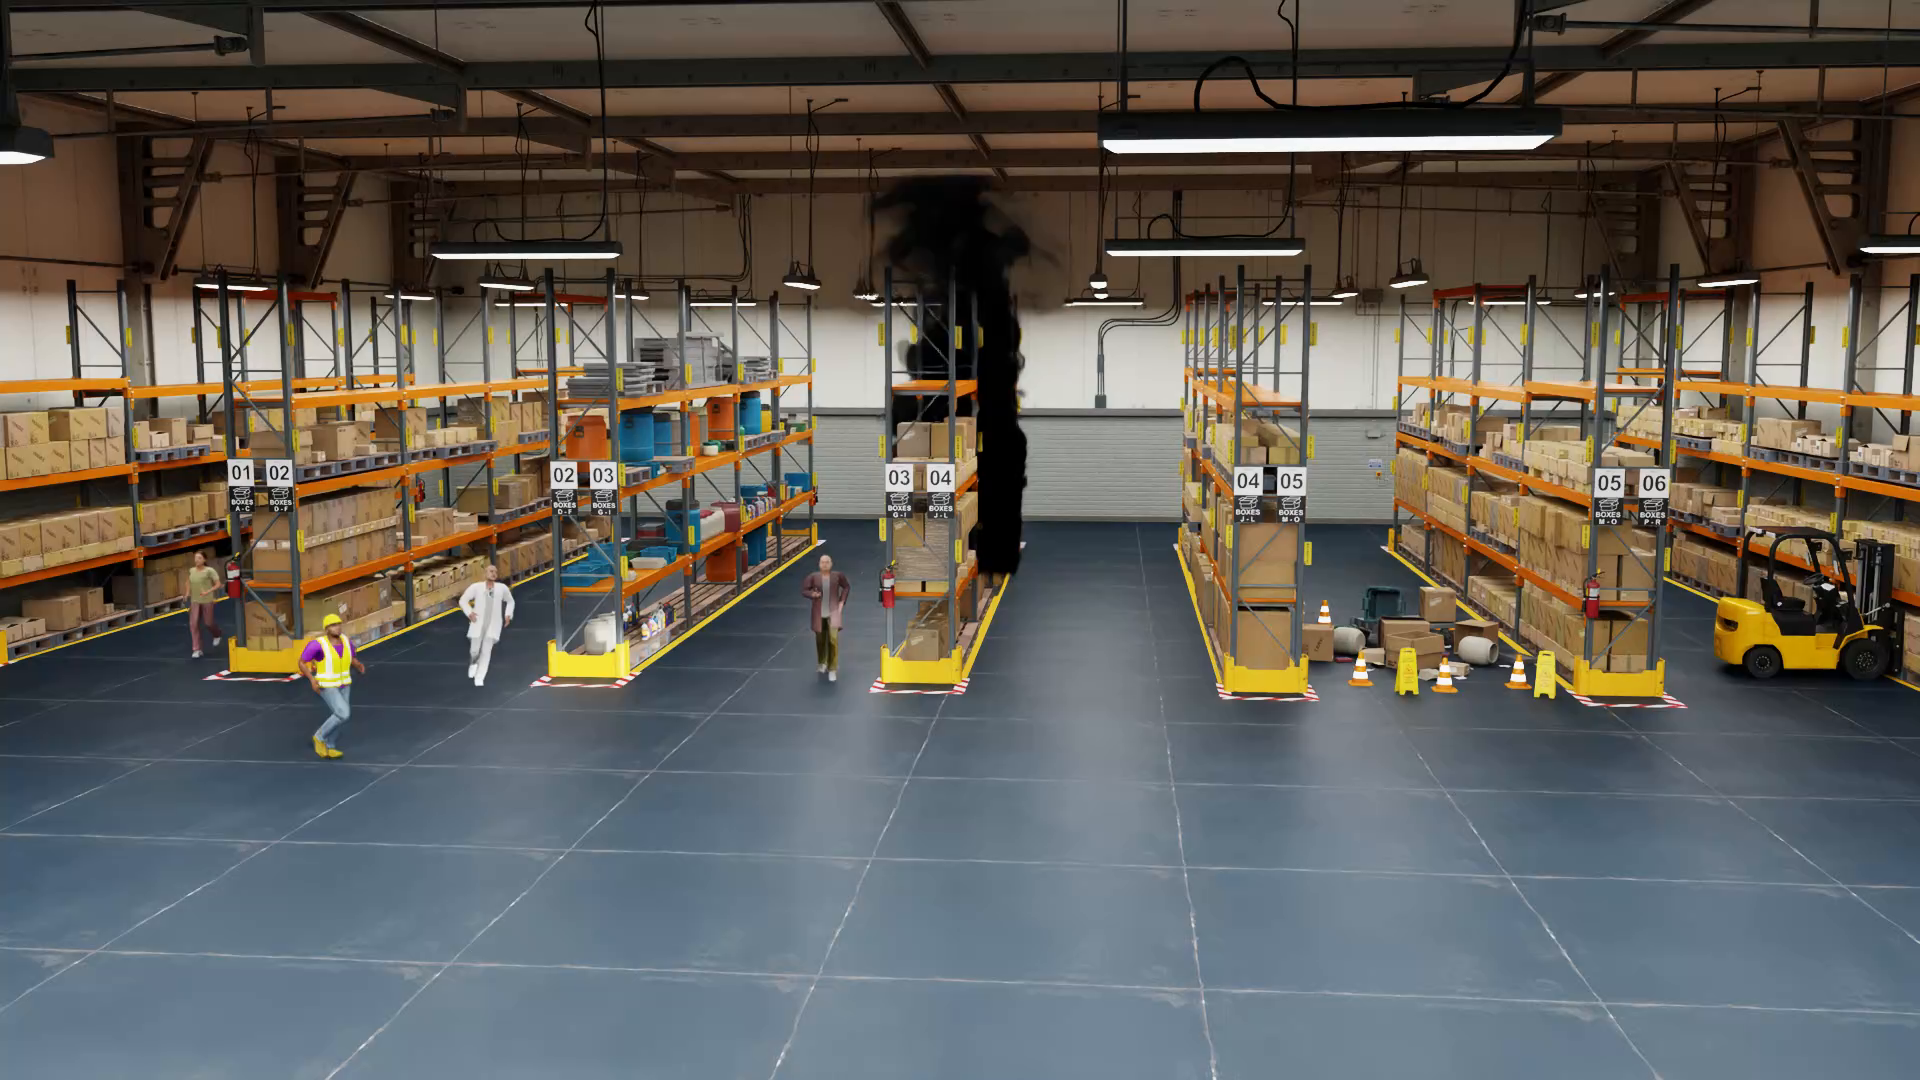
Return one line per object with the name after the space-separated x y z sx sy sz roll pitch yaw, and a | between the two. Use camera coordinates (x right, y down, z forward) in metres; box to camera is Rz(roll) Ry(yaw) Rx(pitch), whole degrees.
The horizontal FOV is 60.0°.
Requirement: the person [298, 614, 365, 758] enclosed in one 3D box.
-7.407 1.738 19.809 0.600 1.728 0.677 4 8 28 | person

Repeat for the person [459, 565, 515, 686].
-6.854 1.227 24.136 0.778 1.686 0.704 -2 7 -16 | person

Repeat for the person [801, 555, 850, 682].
-1.990 1.147 24.572 0.702 1.868 0.763 0 7 1 | person

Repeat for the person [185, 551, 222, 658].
-11.974 0.983 26.300 0.604 1.647 0.907 0 7 -2 | person
